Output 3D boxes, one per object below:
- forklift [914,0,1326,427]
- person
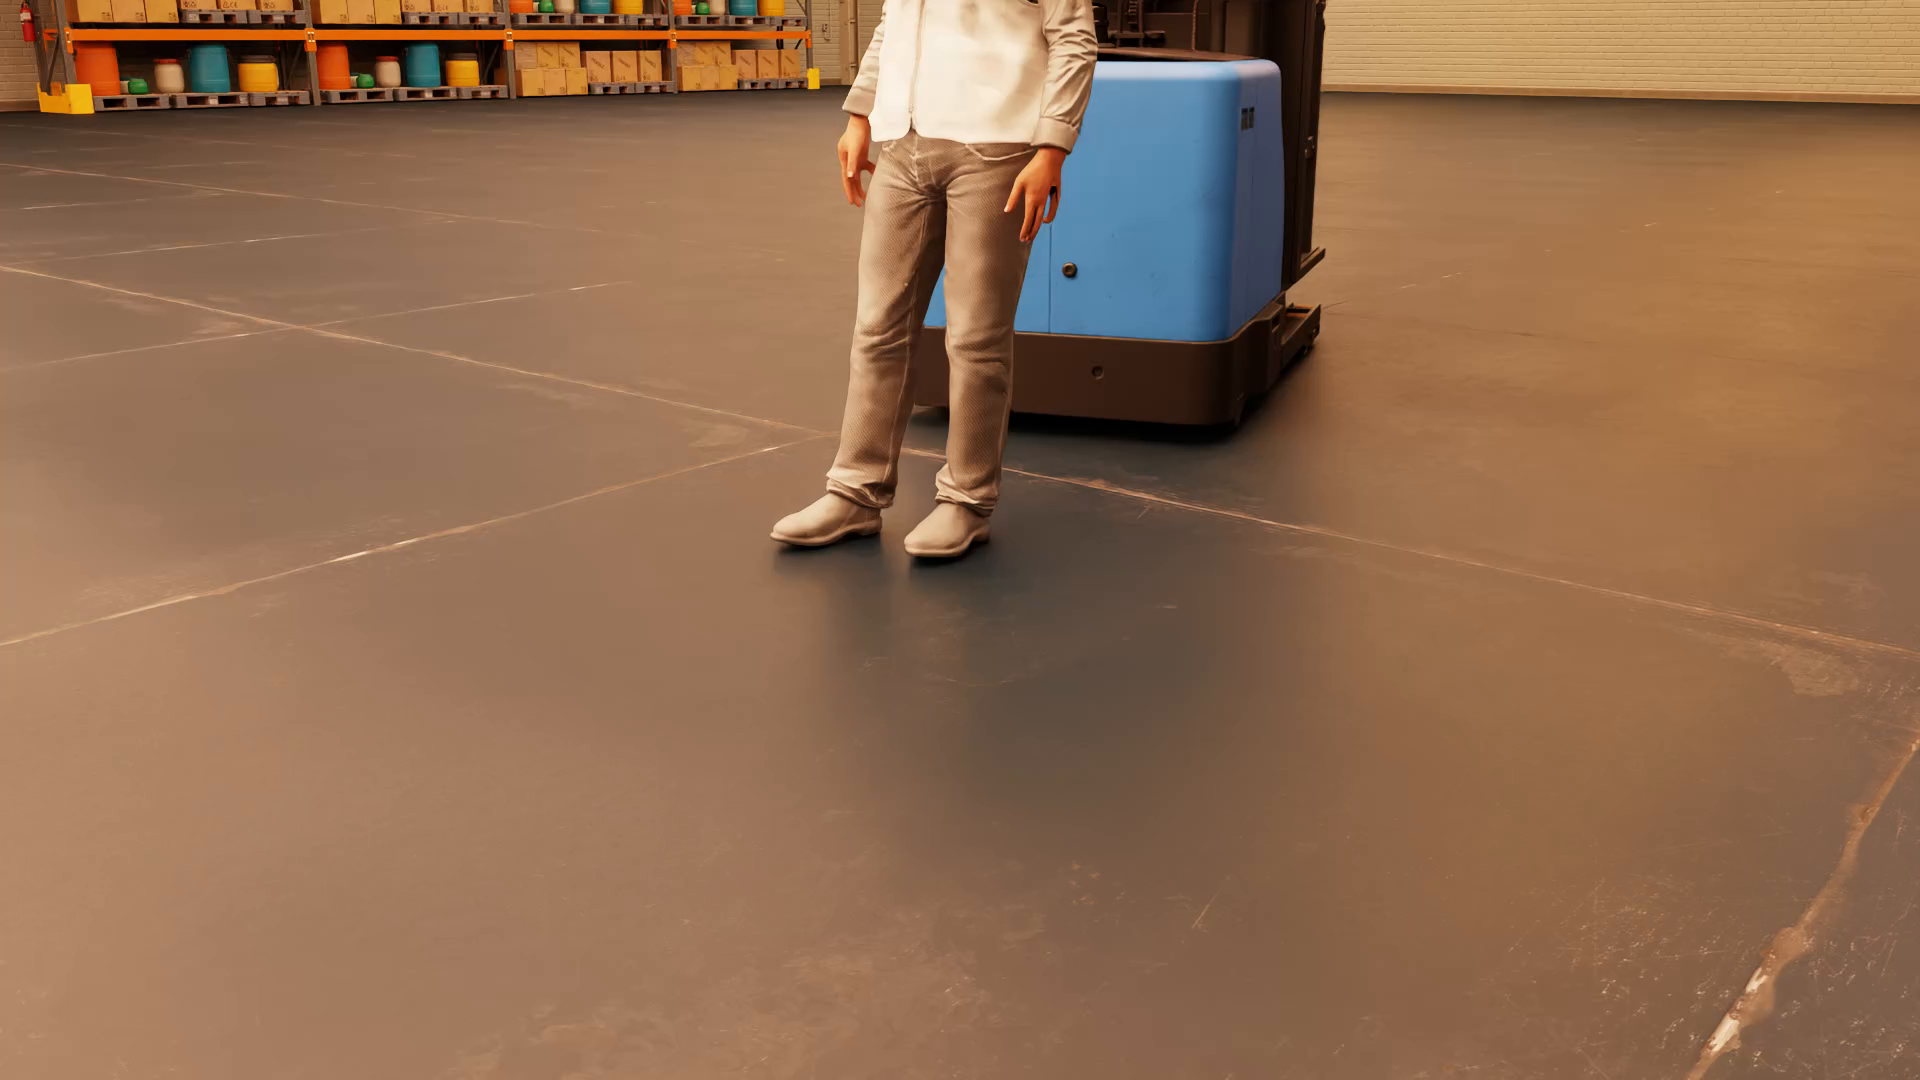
[{"bbox_3d":[0.752,-2.119,5.875,1.130,2.935,3.031,6,18,18],"label":"forklift"},{"bbox_3d":[-0.046,-0.844,3.641,0.632,1.773,0.568,13,21,37],"label":"person"}]
